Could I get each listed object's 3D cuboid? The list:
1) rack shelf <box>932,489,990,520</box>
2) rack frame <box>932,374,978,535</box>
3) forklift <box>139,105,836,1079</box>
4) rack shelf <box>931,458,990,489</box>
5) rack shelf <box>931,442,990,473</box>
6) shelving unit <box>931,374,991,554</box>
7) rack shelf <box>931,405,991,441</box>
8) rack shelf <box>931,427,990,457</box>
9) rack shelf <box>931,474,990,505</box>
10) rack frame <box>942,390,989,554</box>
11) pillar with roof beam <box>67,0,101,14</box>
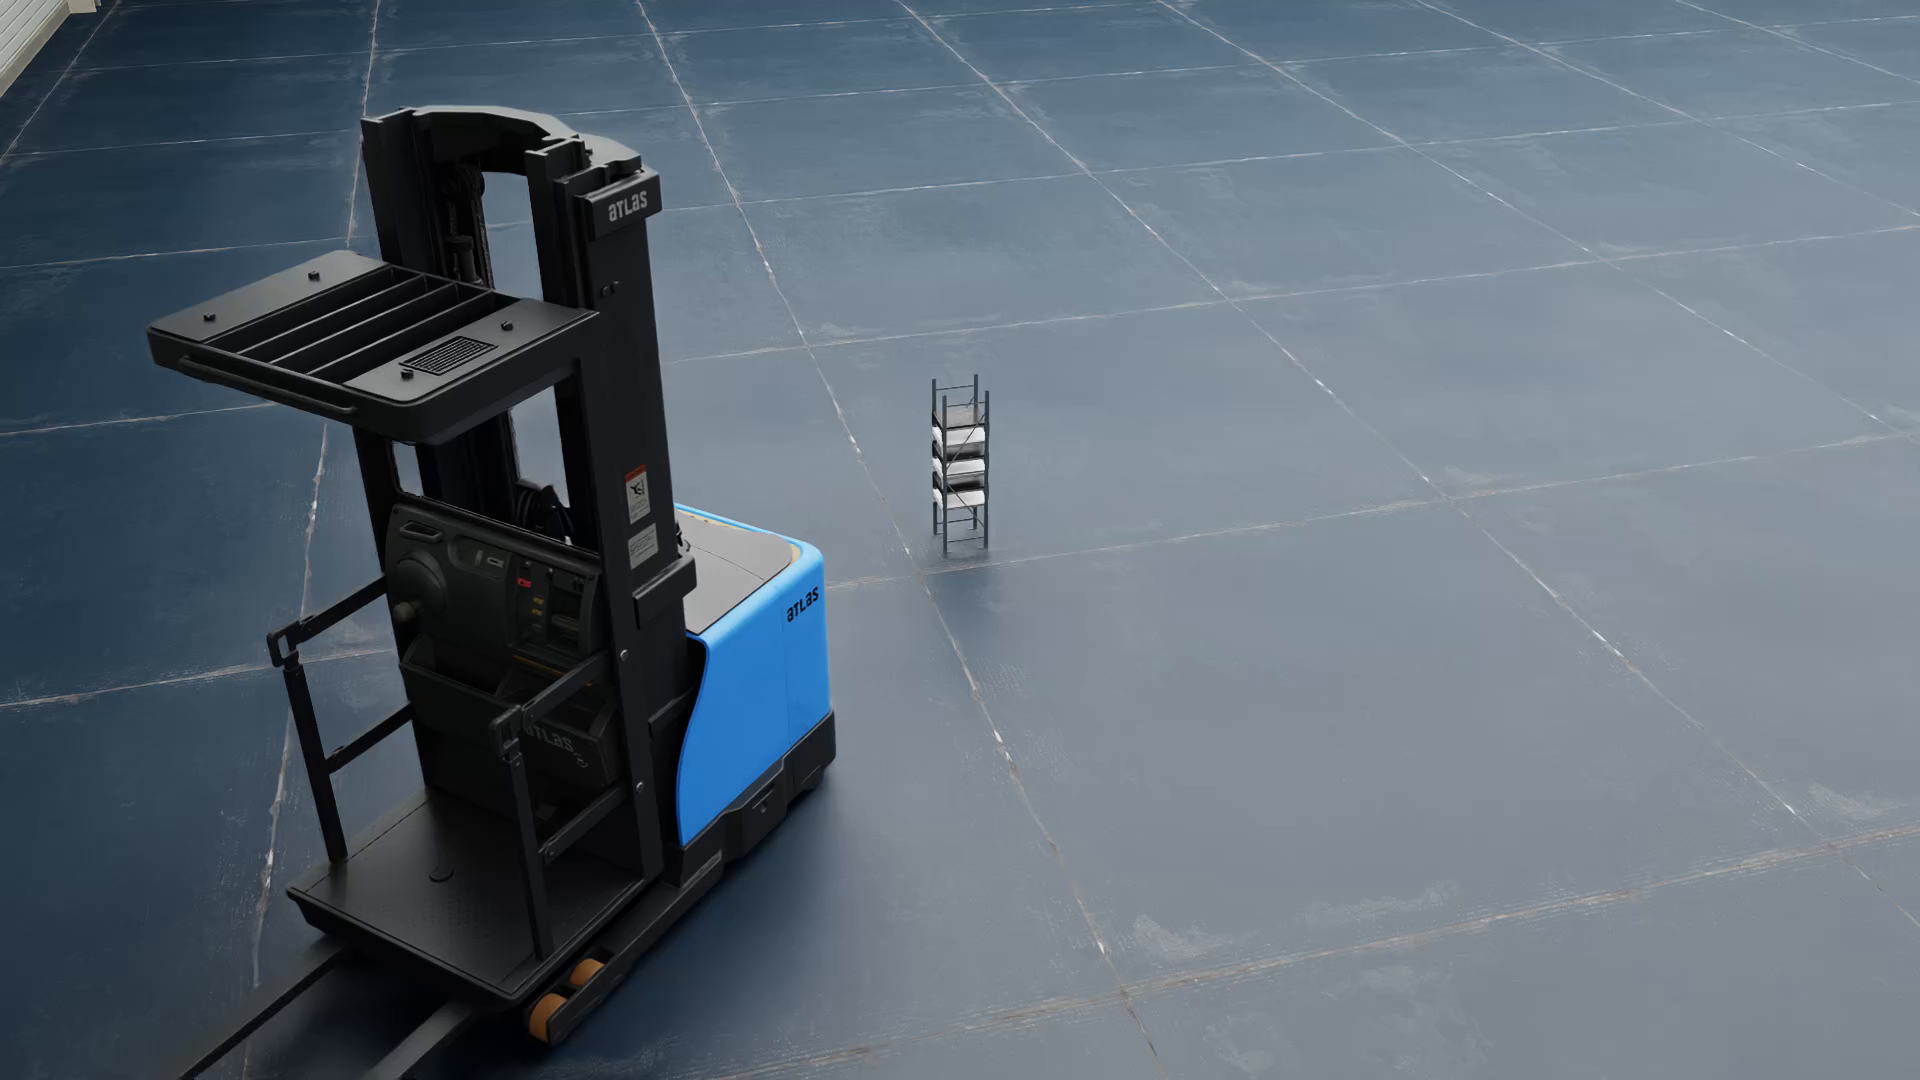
[{"bbox_3d":[0.002,-0.201,8.625,0.258,0.077,0.200,-8,31,-13],"label":"rack shelf"},{"bbox_3d":[-0.025,-0.435,8.603,0.240,0.900,0.006,-8,31,-13],"label":"rack frame"},{"bbox_3d":[-1.696,0.206,5.468,1.130,2.935,3.031,16,34,26],"label":"forklift"},{"bbox_3d":[0.002,-0.357,8.534,0.258,0.077,0.200,-8,31,-13],"label":"rack shelf"},{"bbox_3d":[0.002,-0.435,8.489,0.258,0.077,0.200,-8,31,-13],"label":"rack shelf"},{"bbox_3d":[0.002,-0.386,8.518,0.258,0.900,0.210,-8,31,-13],"label":"shelving unit"},{"bbox_3d":[0.002,-0.590,8.399,0.258,0.077,0.200,-8,31,-13],"label":"rack shelf"},{"bbox_3d":[0.002,-0.512,8.444,0.258,0.077,0.200,-8,31,-13],"label":"rack shelf"},{"bbox_3d":[0.002,-0.279,8.580,0.258,0.077,0.200,-8,31,-13],"label":"rack shelf"},{"bbox_3d":[0.029,-0.336,8.433,0.240,0.900,0.006,-8,31,-13],"label":"rack frame"},{"bbox_3d":[-6.126,-10.695,18.245,9.100,9.000,0.400,-8,31,-13],"label":"pillar with roof beam"}]
